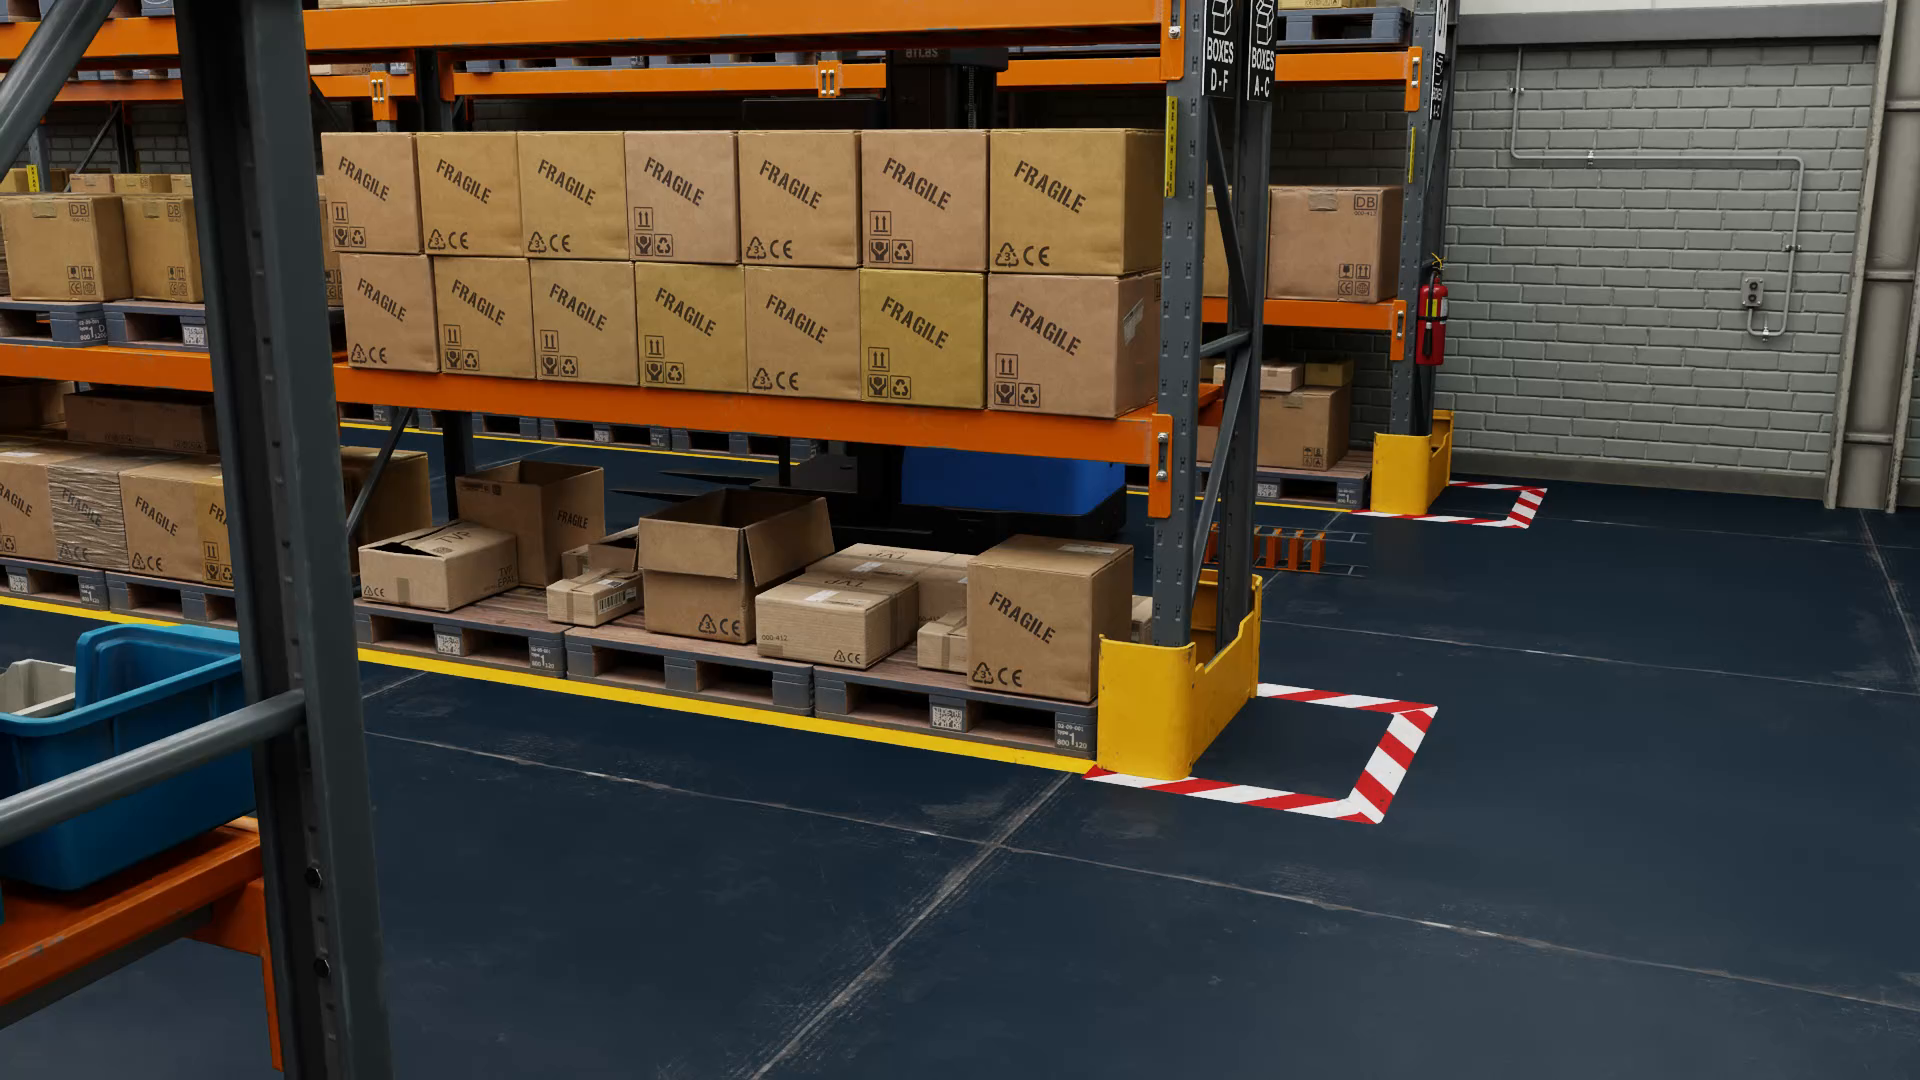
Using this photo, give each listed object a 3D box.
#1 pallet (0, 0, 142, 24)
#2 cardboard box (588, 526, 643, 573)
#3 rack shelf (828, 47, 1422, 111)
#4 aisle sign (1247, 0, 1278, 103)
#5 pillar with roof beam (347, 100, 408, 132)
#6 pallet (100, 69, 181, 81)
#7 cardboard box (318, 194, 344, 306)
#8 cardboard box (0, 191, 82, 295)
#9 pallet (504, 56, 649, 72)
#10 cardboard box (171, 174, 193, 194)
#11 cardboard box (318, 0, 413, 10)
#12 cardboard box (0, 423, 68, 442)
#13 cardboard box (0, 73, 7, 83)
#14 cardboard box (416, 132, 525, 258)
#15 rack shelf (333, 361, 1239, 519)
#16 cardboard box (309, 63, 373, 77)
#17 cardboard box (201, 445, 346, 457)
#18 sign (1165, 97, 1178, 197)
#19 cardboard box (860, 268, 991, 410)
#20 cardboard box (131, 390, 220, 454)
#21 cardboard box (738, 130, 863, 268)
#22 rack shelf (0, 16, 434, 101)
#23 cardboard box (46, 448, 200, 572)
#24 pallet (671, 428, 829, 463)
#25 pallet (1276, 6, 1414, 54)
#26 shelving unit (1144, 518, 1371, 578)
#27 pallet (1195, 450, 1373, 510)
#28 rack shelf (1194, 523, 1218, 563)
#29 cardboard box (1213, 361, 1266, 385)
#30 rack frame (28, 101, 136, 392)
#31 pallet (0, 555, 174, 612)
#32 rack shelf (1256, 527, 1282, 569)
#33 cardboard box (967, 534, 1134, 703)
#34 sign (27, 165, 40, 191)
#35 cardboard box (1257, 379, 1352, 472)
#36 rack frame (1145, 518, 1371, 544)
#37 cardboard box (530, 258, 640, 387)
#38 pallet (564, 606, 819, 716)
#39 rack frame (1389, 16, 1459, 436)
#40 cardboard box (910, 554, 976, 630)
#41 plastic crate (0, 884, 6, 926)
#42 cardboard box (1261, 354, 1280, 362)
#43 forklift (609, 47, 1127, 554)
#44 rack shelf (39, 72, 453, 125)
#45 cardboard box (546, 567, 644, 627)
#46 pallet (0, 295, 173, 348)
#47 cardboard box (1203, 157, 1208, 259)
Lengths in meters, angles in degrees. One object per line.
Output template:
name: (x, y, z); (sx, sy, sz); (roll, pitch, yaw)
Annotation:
pallet: (-4.224, -2.622, 8.207); (1.003, 0.211, 1.213); (6, 14, 23)
cardboard box: (-1.385, 0.075, 7.791); (0.500, 0.311, 0.500); (6, 14, 23)
rack shelf: (1.125, -3.043, 11.164); (4.000, 0.370, 1.077); (6, 14, 23)
aisle sign: (1.132, -2.033, 6.162); (0.004, 0.787, 0.394); (6, 14, 23)
pillar with roof beam: (-6.943, -4.810, 10.556); (0.400, 9.000, 9.100); (6, 14, 23)
pallet: (-6.547, -4.052, 14.302); (1.003, 0.211, 1.213); (6, 14, 23)
cardboard box: (-3.049, -1.426, 8.129); (0.500, 0.500, 0.700); (1, 13, 4)
cardboard box: (-4.984, -1.547, 8.641); (0.500, 0.500, 0.700); (9, 16, 34)
pallet: (-2.727, -3.705, 12.824); (1.213, 0.211, 1.003); (7, 15, 26)
cardboard box: (-6.444, -2.959, 14.616); (0.500, 0.500, 0.700); (8, 15, 31)
cardboard box: (-2.362, -2.373, 7.065); (0.500, 0.250, 0.500); (6, 14, 23)
cardboard box: (-4.941, -0.364, 9.250); (0.500, 0.500, 0.500); (5, 14, 21)
cardboard box: (-8.582, -4.372, 14.991); (0.500, 0.500, 0.500); (6, 15, 25)
cardboard box: (-1.918, -1.468, 7.037); (0.500, 0.500, 0.500); (5, 14, 21)
rack shelf: (-0.878, -0.547, 7.096); (4.000, 0.370, 1.077); (6, 14, 23)
cardboard box: (-5.128, -3.925, 13.499); (0.500, 0.311, 0.500); (6, 14, 23)
cardboard box: (-3.542, -0.222, 8.645); (0.500, 0.500, 0.500); (6, 14, 24)
sign: (0.707, -1.316, 5.570); (0.005, 0.325, 0.100); (6, 14, 23)
cardboard box: (-0.045, -0.793, 6.349); (0.500, 0.500, 0.500); (6, 14, 24)
cardboard box: (-3.965, -0.633, 8.754); (0.500, 0.250, 0.500); (6, 14, 23)
cardboard box: (-0.506, -1.325, 6.429); (0.500, 0.500, 0.500); (6, 15, 25)
rack shelf: (-4.535, -2.378, 8.330); (4.000, 0.370, 1.077); (6, 14, 23)
cardboard box: (-4.181, -0.160, 8.377); (0.500, 0.500, 0.500); (6, 14, 24)
pallet: (-1.440, -0.816, 12.769); (1.213, 0.211, 1.003); (6, 14, 23)
pallet: (2.271, -3.231, 10.586); (1.213, 0.211, 1.003); (6, 14, 23)
shelving unit: (1.636, 0.034, 9.180); (1.200, 0.189, 0.258); (5, 14, 19)
pallet: (2.191, -0.447, 11.200); (1.213, 0.211, 1.003); (6, 14, 23)
rack shelf: (1.368, 0.011, 9.272); (0.103, 0.180, 0.258); (5, 14, 19)
cardboard box: (1.848, -1.092, 10.975); (0.250, 0.149, 0.380); (6, 15, 25)
rack frame: (-8.018, -2.858, 15.368); (0.127, 3.000, 1.000); (6, 14, 23)
pallet: (-4.585, 0.095, 8.887); (1.213, 0.211, 1.003); (6, 14, 23)
rack shelf: (1.707, 0.040, 9.155); (0.103, 0.180, 0.258); (5, 14, 19)
cardboard box: (0.354, 0.291, 6.455); (0.500, 0.500, 0.500); (6, 14, 23)
sign: (-8.231, -3.165, 14.783); (0.005, 0.325, 0.100); (6, 14, 23)
cardboard box: (2.273, -0.779, 11.060); (0.500, 0.500, 0.700); (6, 14, 23)
rack frame: (1.637, -0.055, 9.159); (1.200, 0.006, 0.240); (5, 14, 19)
cardboard box: (-1.425, -0.934, 6.949); (0.500, 0.500, 0.500); (6, 14, 23)
pallet: (-0.960, 0.451, 7.369); (1.213, 0.211, 1.003); (6, 14, 23)
rack frame: (2.954, -1.747, 10.636); (0.127, 3.000, 1.000); (6, 14, 23)
cardboard box: (0.111, 0.256, 7.153); (0.500, 0.250, 0.500); (6, 14, 23)
plastic crate: (-1.441, 0.283, 1.772); (0.499, 0.435, 0.616); (6, 14, 23)
cardboard box: (2.005, -1.171, 11.314); (0.250, 0.149, 0.380); (6, 14, 23)
forklift: (-0.588, -1.473, 9.618); (3.031, 2.935, 1.130); (5, 14, 19)
rack shelf: (-6.189, -3.783, 14.318); (4.000, 0.370, 1.077); (6, 14, 23)
cardboard box: (-1.616, 0.245, 7.385); (0.250, 0.166, 0.380); (6, 14, 23)
pallet: (-4.584, -1.180, 8.639); (1.213, 0.211, 1.003); (6, 14, 23)
cardboard box: (0.652, -1.344, 6.509); (0.500, 0.500, 0.500); (6, 15, 25)
